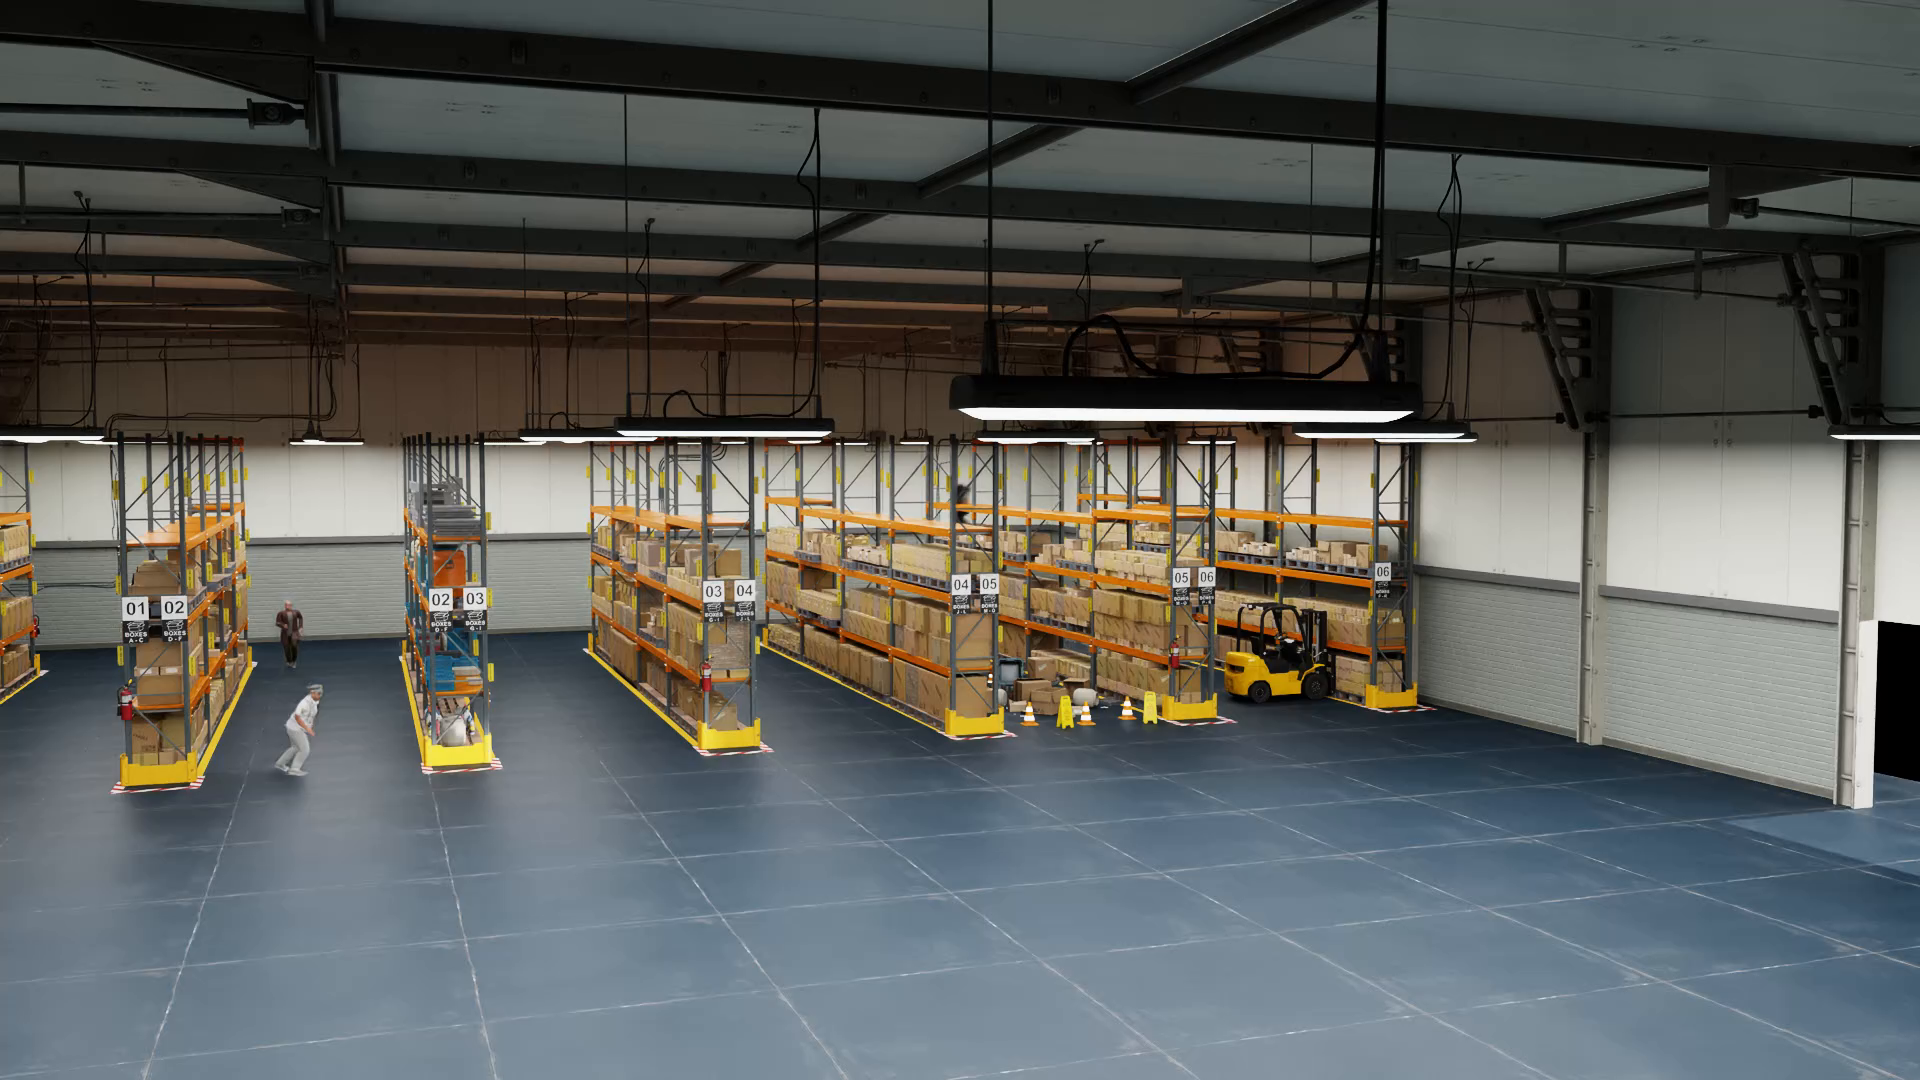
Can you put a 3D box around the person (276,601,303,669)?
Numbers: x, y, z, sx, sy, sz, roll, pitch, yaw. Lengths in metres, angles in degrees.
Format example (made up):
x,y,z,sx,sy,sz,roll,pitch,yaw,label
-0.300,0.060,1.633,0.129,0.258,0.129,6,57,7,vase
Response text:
x,y,z,sx,sy,sz,roll,pitch,yaw,label
-17.365,2.456,43.072,0.649,1.780,0.849,-1,3,-20,person

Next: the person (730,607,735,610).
x,y,z,sx,sy,sz,roll,pitch,yaw,label
-6.608,2.158,48.021,0.674,1.769,0.973,0,3,-5,person

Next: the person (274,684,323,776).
x,y,z,sx,sy,sz,roll,pitch,yaw,label
-11.575,3.319,29.082,0.896,1.603,0.694,-1,3,-11,person
